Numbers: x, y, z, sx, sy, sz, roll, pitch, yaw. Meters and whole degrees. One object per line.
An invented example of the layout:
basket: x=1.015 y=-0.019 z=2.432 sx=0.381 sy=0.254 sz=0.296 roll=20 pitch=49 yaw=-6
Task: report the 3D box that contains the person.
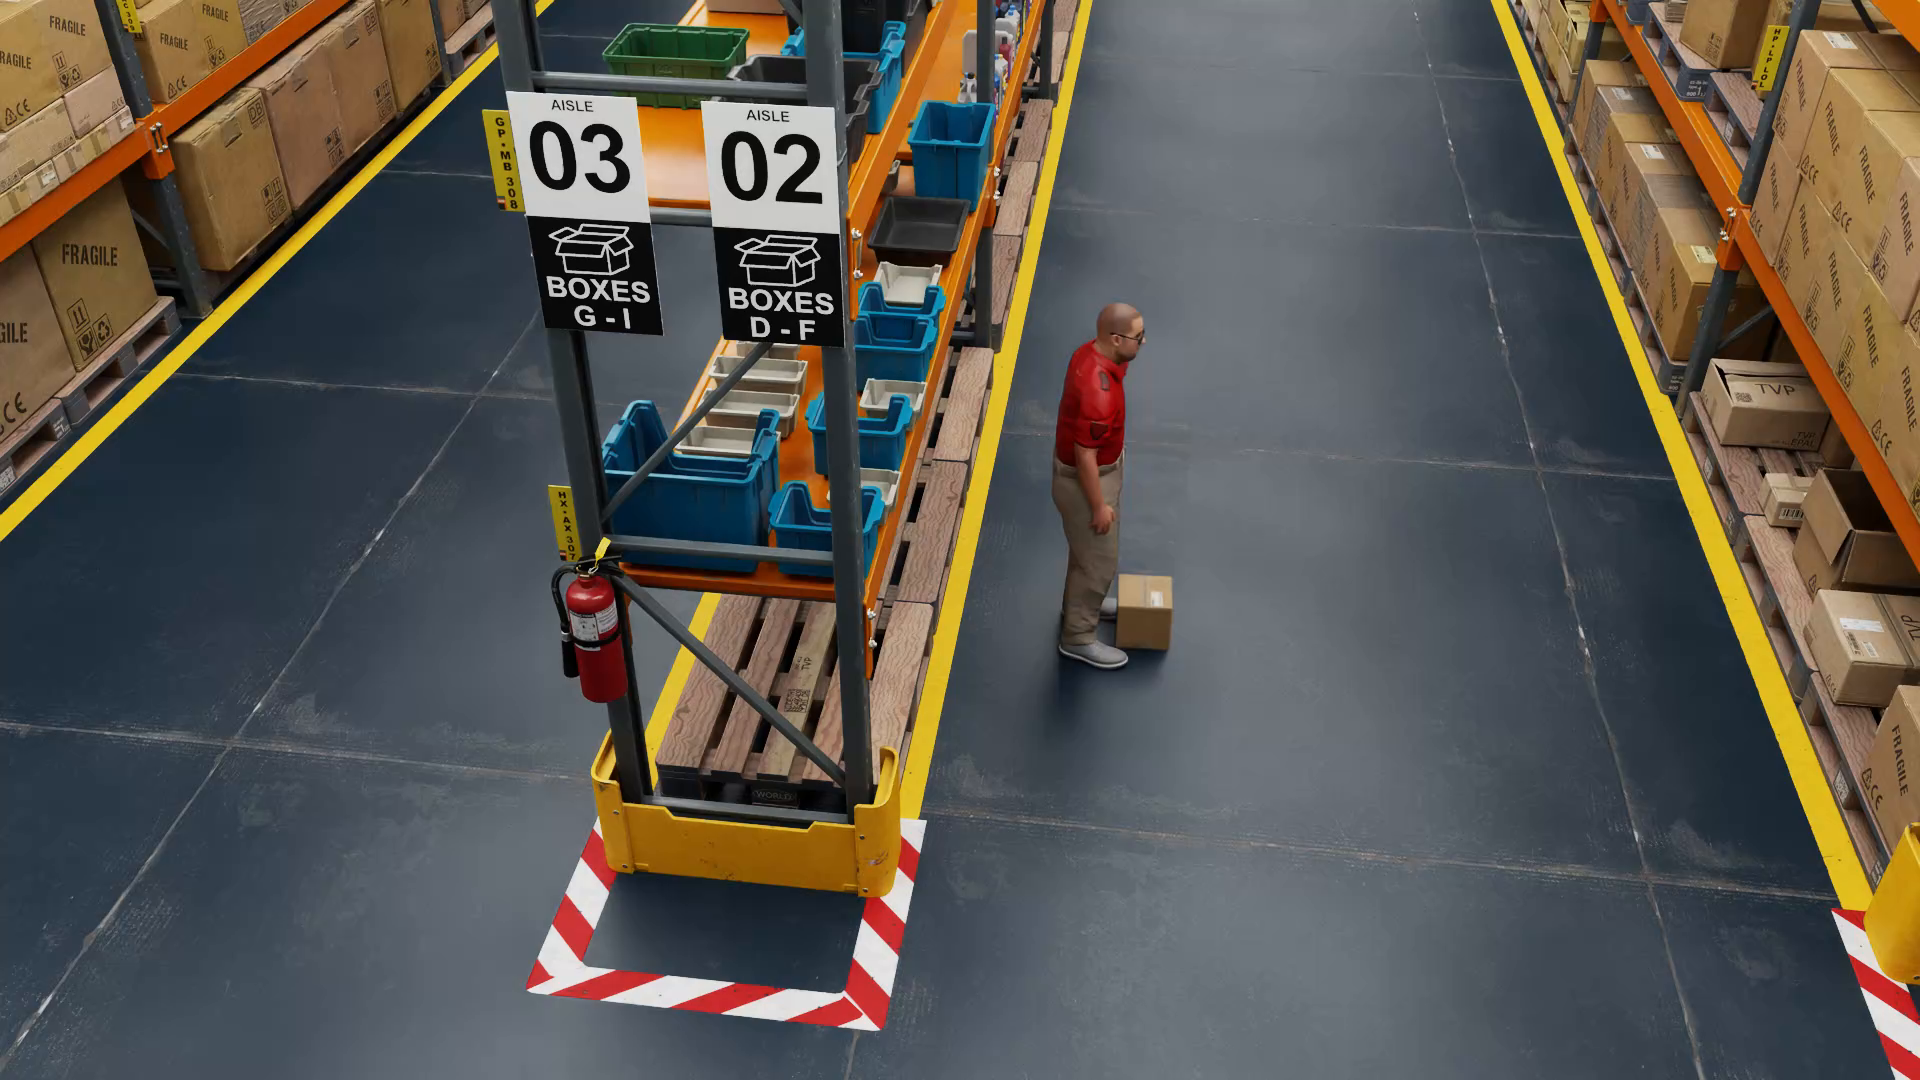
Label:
person: x=0.608 y=-0.271 z=7.427 sx=0.391 sy=1.725 sz=0.585 roll=3 pitch=36 yaw=4
